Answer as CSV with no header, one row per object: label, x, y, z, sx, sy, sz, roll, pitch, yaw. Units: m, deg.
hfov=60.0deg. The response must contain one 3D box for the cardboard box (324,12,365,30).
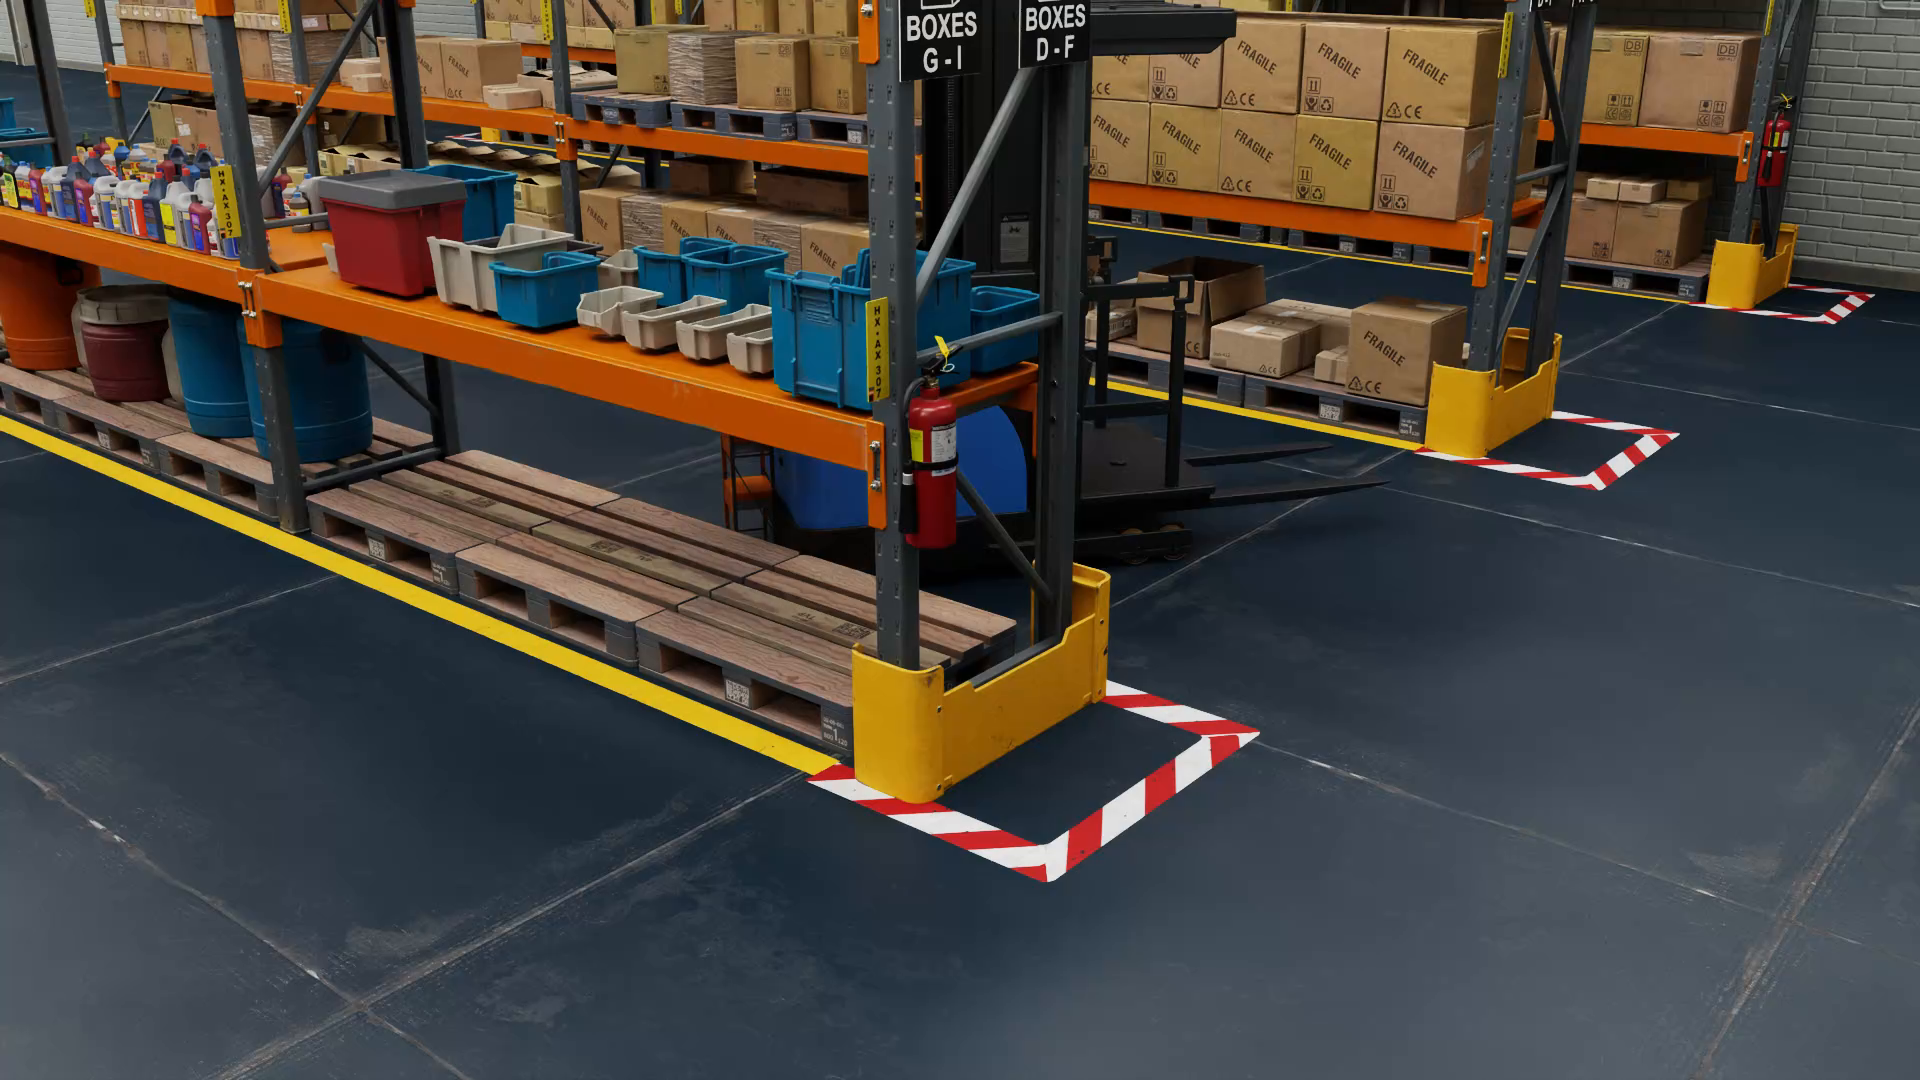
cardboard box,-6.173,-5.174,16.577,0.250,0.149,0.380,16,26,36

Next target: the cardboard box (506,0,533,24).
cardboard box,-5.501,-6.947,21.460,0.500,0.500,0.500,16,26,36

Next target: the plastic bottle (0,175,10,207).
plastic bottle,-5.458,-2.021,9.559,0.097,0.201,0.097,0,21,0

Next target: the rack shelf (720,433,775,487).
rack shelf,-1.000,-0.419,7.822,0.215,0.259,0.240,-6,22,-16

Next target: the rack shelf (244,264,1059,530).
rack shelf,-1.475,-0.790,7.032,4.000,0.370,1.077,16,26,36

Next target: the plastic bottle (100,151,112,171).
plastic bottle,-5.284,-2.317,10.342,0.097,0.201,0.097,0,21,0

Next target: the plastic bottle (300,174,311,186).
plastic bottle,-3.498,-1.835,8.966,0.097,0.271,0.097,0,21,0

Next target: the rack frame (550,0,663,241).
rack frame,-2.989,-3.819,14.043,0.127,3.000,1.000,16,26,36

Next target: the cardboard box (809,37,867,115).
cardboard box,-0.688,-3.472,12.388,0.700,0.500,0.500,-17,27,-38

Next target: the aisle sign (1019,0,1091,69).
aisle sign,0.318,-1.962,5.436,0.004,0.787,0.394,16,26,36

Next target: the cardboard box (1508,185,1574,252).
cardboard box,4.955,-2.768,14.205,0.500,0.500,0.700,15,25,35

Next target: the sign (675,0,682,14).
sign,-3.295,-6.321,19.452,0.005,0.325,0.100,16,26,36

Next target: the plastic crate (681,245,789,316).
plastic crate,-0.929,-1.069,6.905,0.300,0.233,0.416,16,26,36

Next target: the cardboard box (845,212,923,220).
cardboard box,-0.531,-2.253,12.811,0.500,0.500,0.500,17,26,37

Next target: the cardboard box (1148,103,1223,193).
cardboard box,1.513,-2.446,10.262,0.500,0.500,0.500,16,26,36

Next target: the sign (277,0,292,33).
sign,-6.437,-5.001,15.840,0.005,0.325,0.100,16,26,36

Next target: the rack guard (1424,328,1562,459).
rack guard,3.150,-0.881,9.796,0.348,0.500,1.175,16,26,36

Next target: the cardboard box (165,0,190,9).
cardboard box,-7.990,-5.910,17.608,0.500,0.500,0.700,16,26,36

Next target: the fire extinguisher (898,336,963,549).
fire extinguisher,-0.096,-0.312,5.383,0.183,0.674,0.296,16,26,36

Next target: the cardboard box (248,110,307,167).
cardboard box,-6.965,-4.130,17.109,0.500,0.500,0.500,16,26,36

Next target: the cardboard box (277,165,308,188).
cardboard box,-6.585,-3.665,16.937,0.500,0.250,0.500,16,26,36

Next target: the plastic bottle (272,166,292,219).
plastic bottle,-3.727,-1.915,9.161,0.133,0.283,0.061,16,26,36

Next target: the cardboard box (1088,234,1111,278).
cardboard box,0.731,-1.913,11.909,0.500,0.500,0.500,16,26,36

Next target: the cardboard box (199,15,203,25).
cardboard box,-7.624,-5.406,17.191,0.250,0.149,0.380,17,27,38

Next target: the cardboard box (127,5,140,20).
cardboard box,-8.812,-5.749,18.102,0.250,0.149,0.380,15,25,35

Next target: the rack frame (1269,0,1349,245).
rack frame,3.240,-4.281,15.270,0.127,3.000,1.000,16,26,36

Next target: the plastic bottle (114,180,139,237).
plastic bottle,-4.312,-1.739,8.703,0.135,0.276,0.152,16,26,36

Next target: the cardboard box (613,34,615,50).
cardboard box,-3.898,-6.141,20.387,0.500,0.250,0.500,16,26,37

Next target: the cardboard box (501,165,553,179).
cardboard box,-3.957,-3.155,14.790,0.500,0.311,0.500,16,26,35

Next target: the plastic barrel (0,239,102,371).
plastic barrel,-5.734,-1.542,10.487,0.708,0.830,0.600,16,26,36

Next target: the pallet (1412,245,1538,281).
pallet,4.729,-2.513,14.534,1.213,0.211,1.003,16,26,36

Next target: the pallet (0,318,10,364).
pallet,-6.699,-1.344,11.433,1.213,0.211,1.003,16,26,36

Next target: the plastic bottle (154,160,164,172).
plastic bottle,-4.756,-2.165,9.939,0.097,0.201,0.097,0,21,0

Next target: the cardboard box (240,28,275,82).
cardboard box,-6.848,-4.971,16.958,0.500,0.500,0.700,16,26,36

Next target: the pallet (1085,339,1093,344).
pallet,0.642,-1.468,11.762,1.213,0.211,1.003,16,26,36

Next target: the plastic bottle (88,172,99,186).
plastic bottle,-4.664,-1.853,9.013,0.097,0.271,0.097,0,21,0

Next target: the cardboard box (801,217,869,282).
cardboard box,-0.831,-2.107,12.423,0.500,0.500,0.500,16,26,36

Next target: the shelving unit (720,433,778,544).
shelving unit,-1.000,-0.429,7.818,0.215,1.050,0.252,-6,22,-16

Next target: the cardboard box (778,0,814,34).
cardboard box,-1.627,-5.931,18.879,0.700,0.500,0.500,-18,27,-39

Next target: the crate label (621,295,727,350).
crate label,-1.119,-0.842,6.438,0.243,0.136,0.396,16,26,36

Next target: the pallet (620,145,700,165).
pallet,-3.501,-4.901,20.867,1.213,0.211,1.003,16,26,36

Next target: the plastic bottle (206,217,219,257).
plastic bottle,-3.641,-1.498,8.171,0.097,0.201,0.097,0,21,0

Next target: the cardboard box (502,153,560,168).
cardboard box,-4.015,-3.417,15.486,0.500,0.311,0.500,15,25,35

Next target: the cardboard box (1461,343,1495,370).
cardboard box,3.102,-1.093,10.233,0.250,0.149,0.380,16,26,36

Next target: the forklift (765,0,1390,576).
forklift,0.608,-1.430,7.807,3.031,2.935,1.130,-6,21,-14

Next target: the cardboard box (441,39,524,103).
cardboard box,-4.299,-4.235,15.007,0.500,0.500,0.500,14,25,33

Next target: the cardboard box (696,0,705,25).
cardboard box,-3.190,-6.518,20.323,0.500,0.500,0.500,15,26,35

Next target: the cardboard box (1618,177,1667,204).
cardboard box,5.518,-2.827,13.442,0.250,0.149,0.380,16,26,36

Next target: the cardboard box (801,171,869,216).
cardboard box,-0.885,-2.711,12.962,0.500,0.250,0.500,16,26,36

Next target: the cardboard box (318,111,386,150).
cardboard box,-6.249,-4.161,17.190,0.500,0.500,0.500,16,26,36

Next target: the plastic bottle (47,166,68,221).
plastic bottle,-4.918,-1.913,9.166,0.135,0.276,0.152,16,26,36

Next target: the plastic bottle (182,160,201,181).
plastic bottle,-4.354,-2.016,9.445,0.097,0.271,0.097,0,21,0

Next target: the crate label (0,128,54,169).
crate label,-6.213,-2.584,11.005,0.416,0.233,0.303,16,26,36
